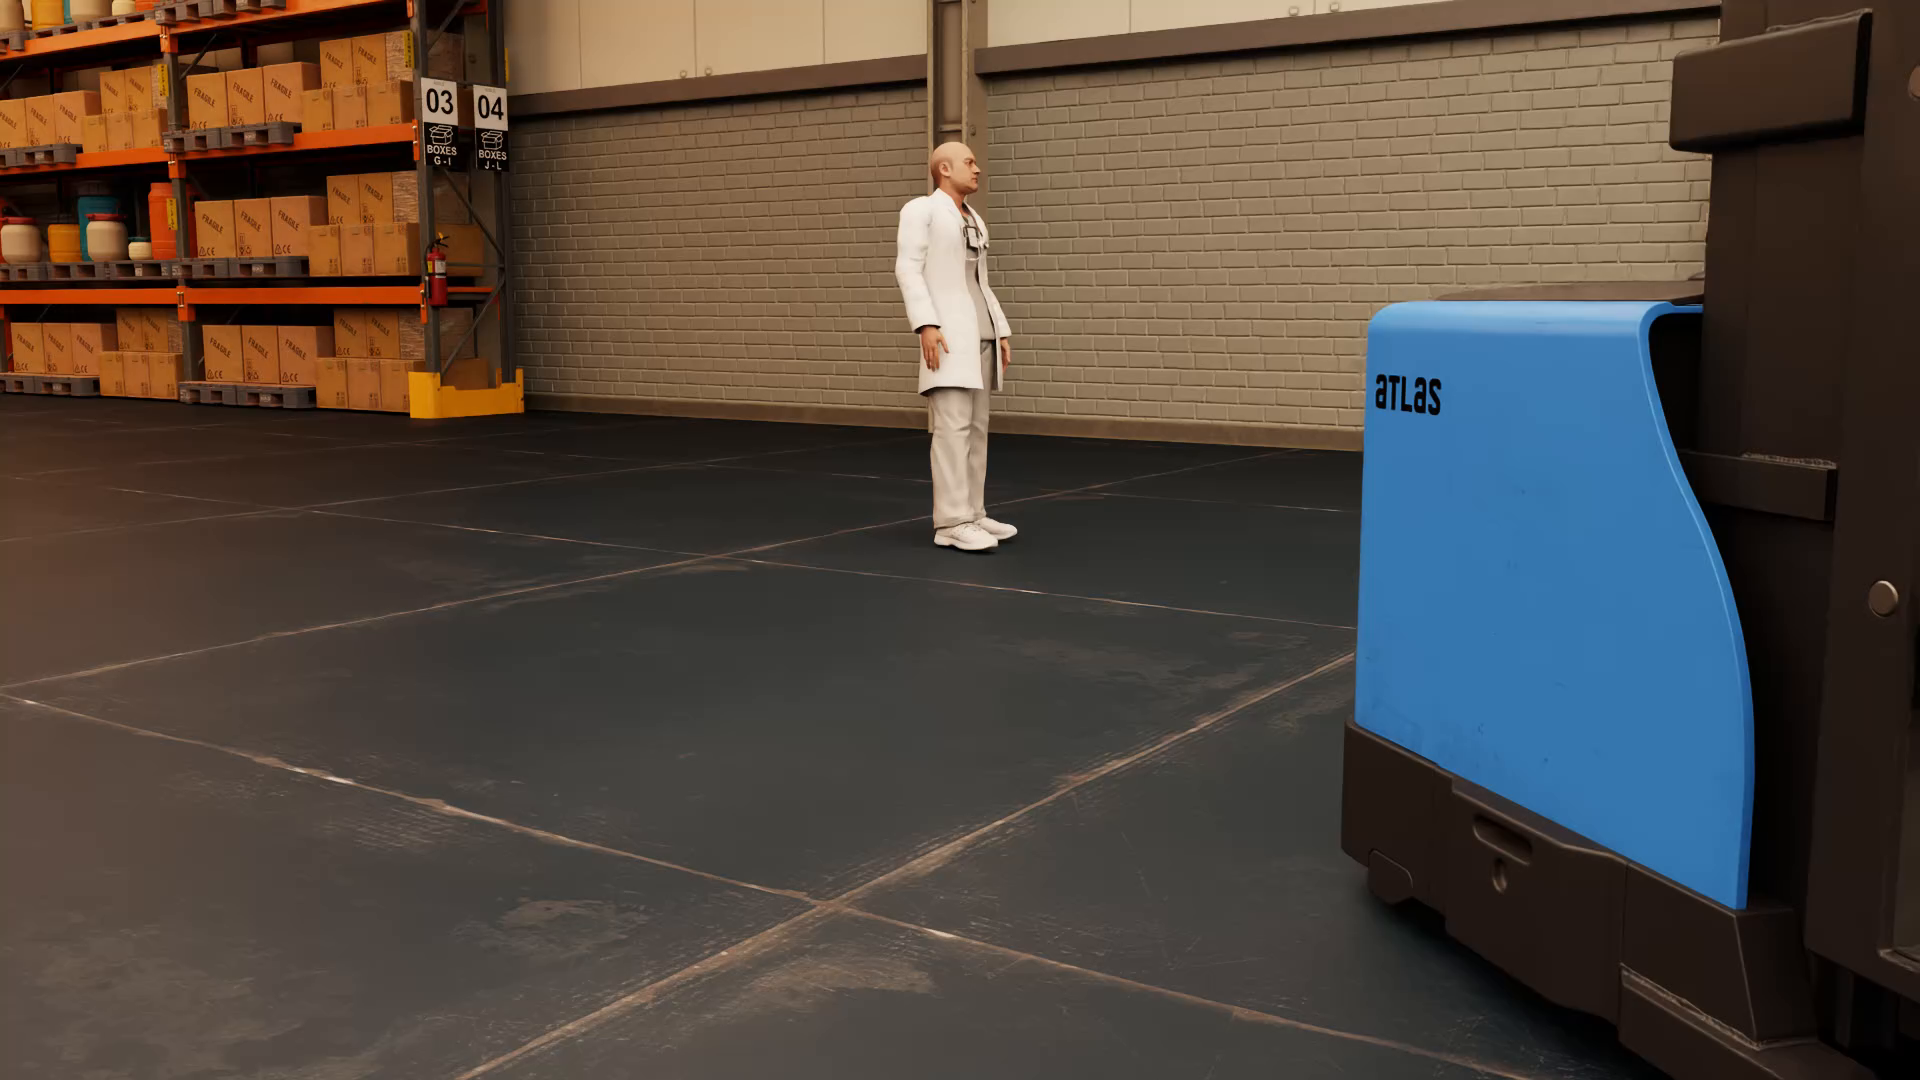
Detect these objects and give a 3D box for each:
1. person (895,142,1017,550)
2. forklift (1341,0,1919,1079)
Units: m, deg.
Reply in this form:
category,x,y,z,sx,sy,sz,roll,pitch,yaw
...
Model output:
category,x,y,z,sx,sy,sz,roll,pitch,yaw
person,0.072,-0.879,7.423,0.581,1.775,0.696,5,10,34
forklift,1.592,-0.632,1.639,1.130,2.935,3.031,-2,8,-15
